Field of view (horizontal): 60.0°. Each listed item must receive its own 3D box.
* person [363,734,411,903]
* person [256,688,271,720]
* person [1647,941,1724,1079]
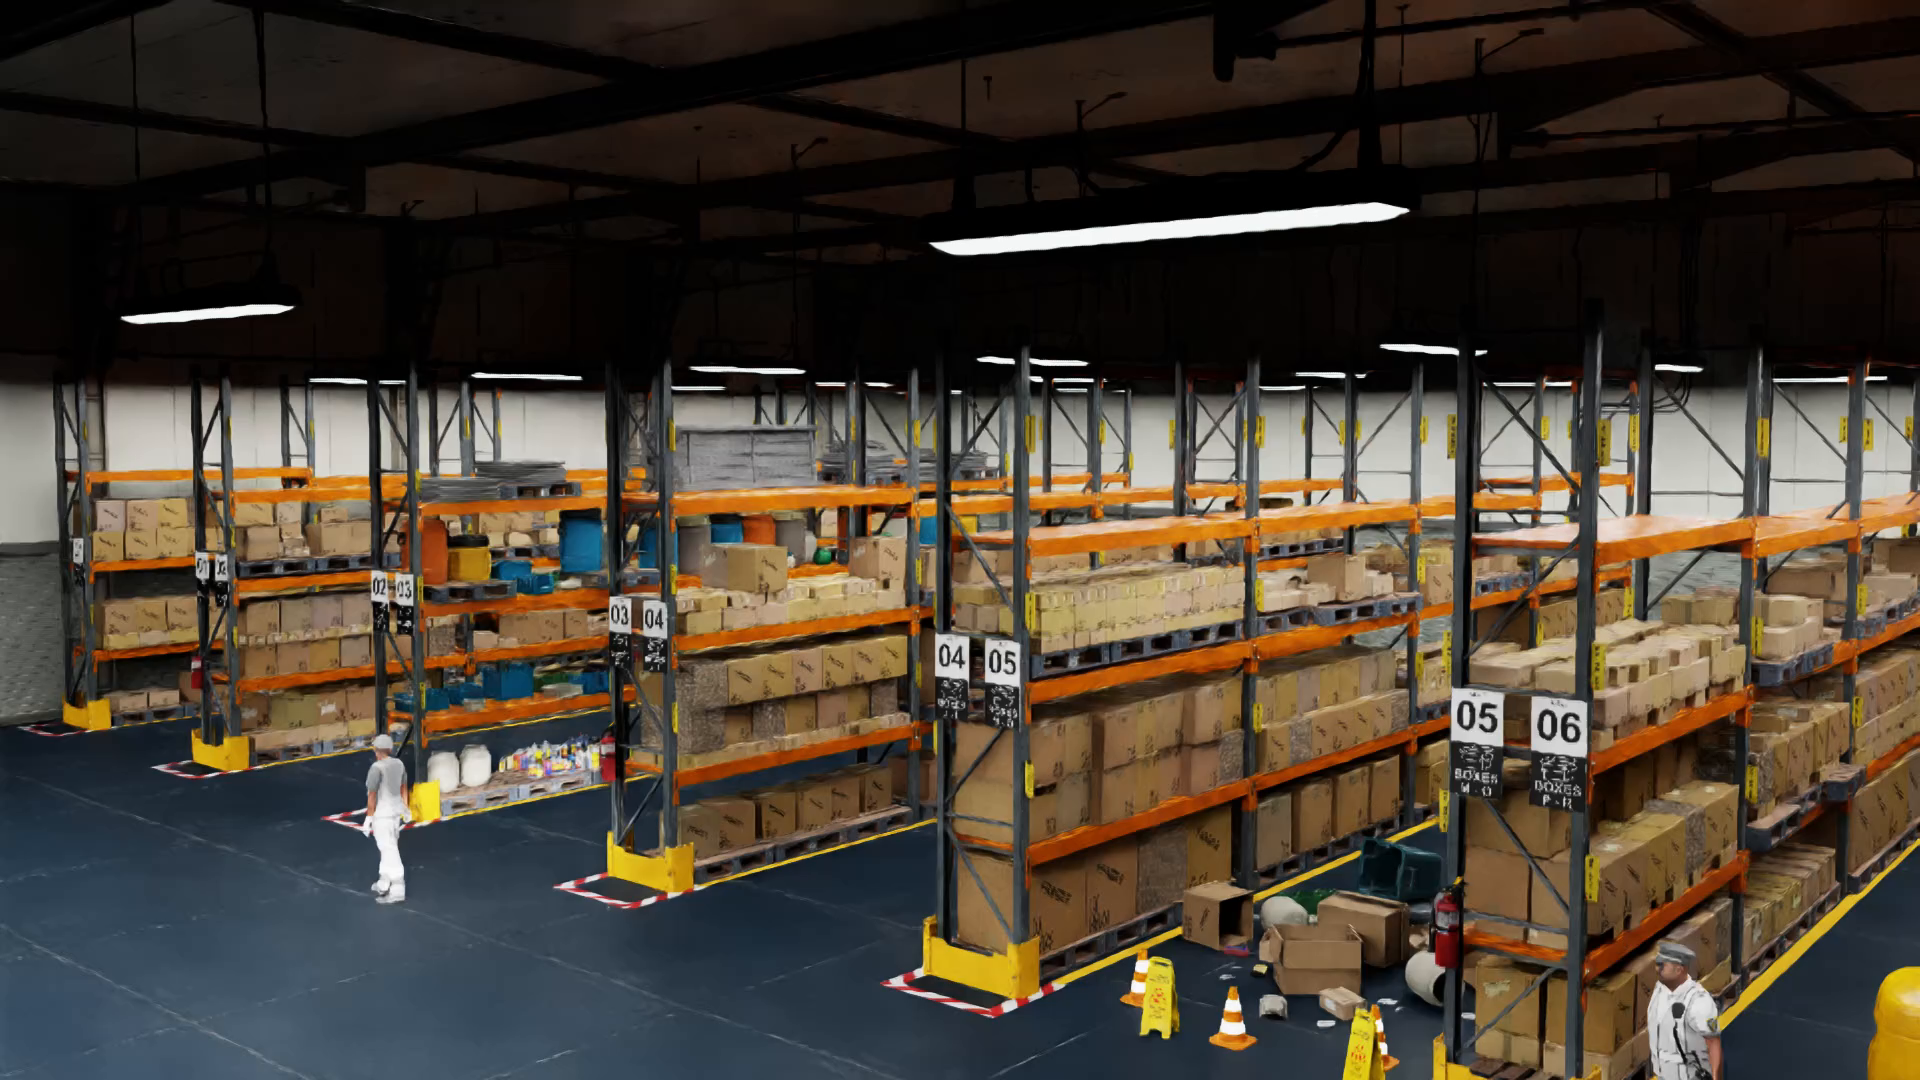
[{"bbox_3d":[-6.214,2.980,17.984,0.631,1.789,0.671,1,4,17],"label":"person"},{"bbox_3d":[-11.843,2.264,28.178,0.704,1.716,0.810,2,4,22],"label":"person"},{"bbox_3d":[4.820,3.504,10.906,0.546,1.751,0.604,-1,4,-13],"label":"person"}]
